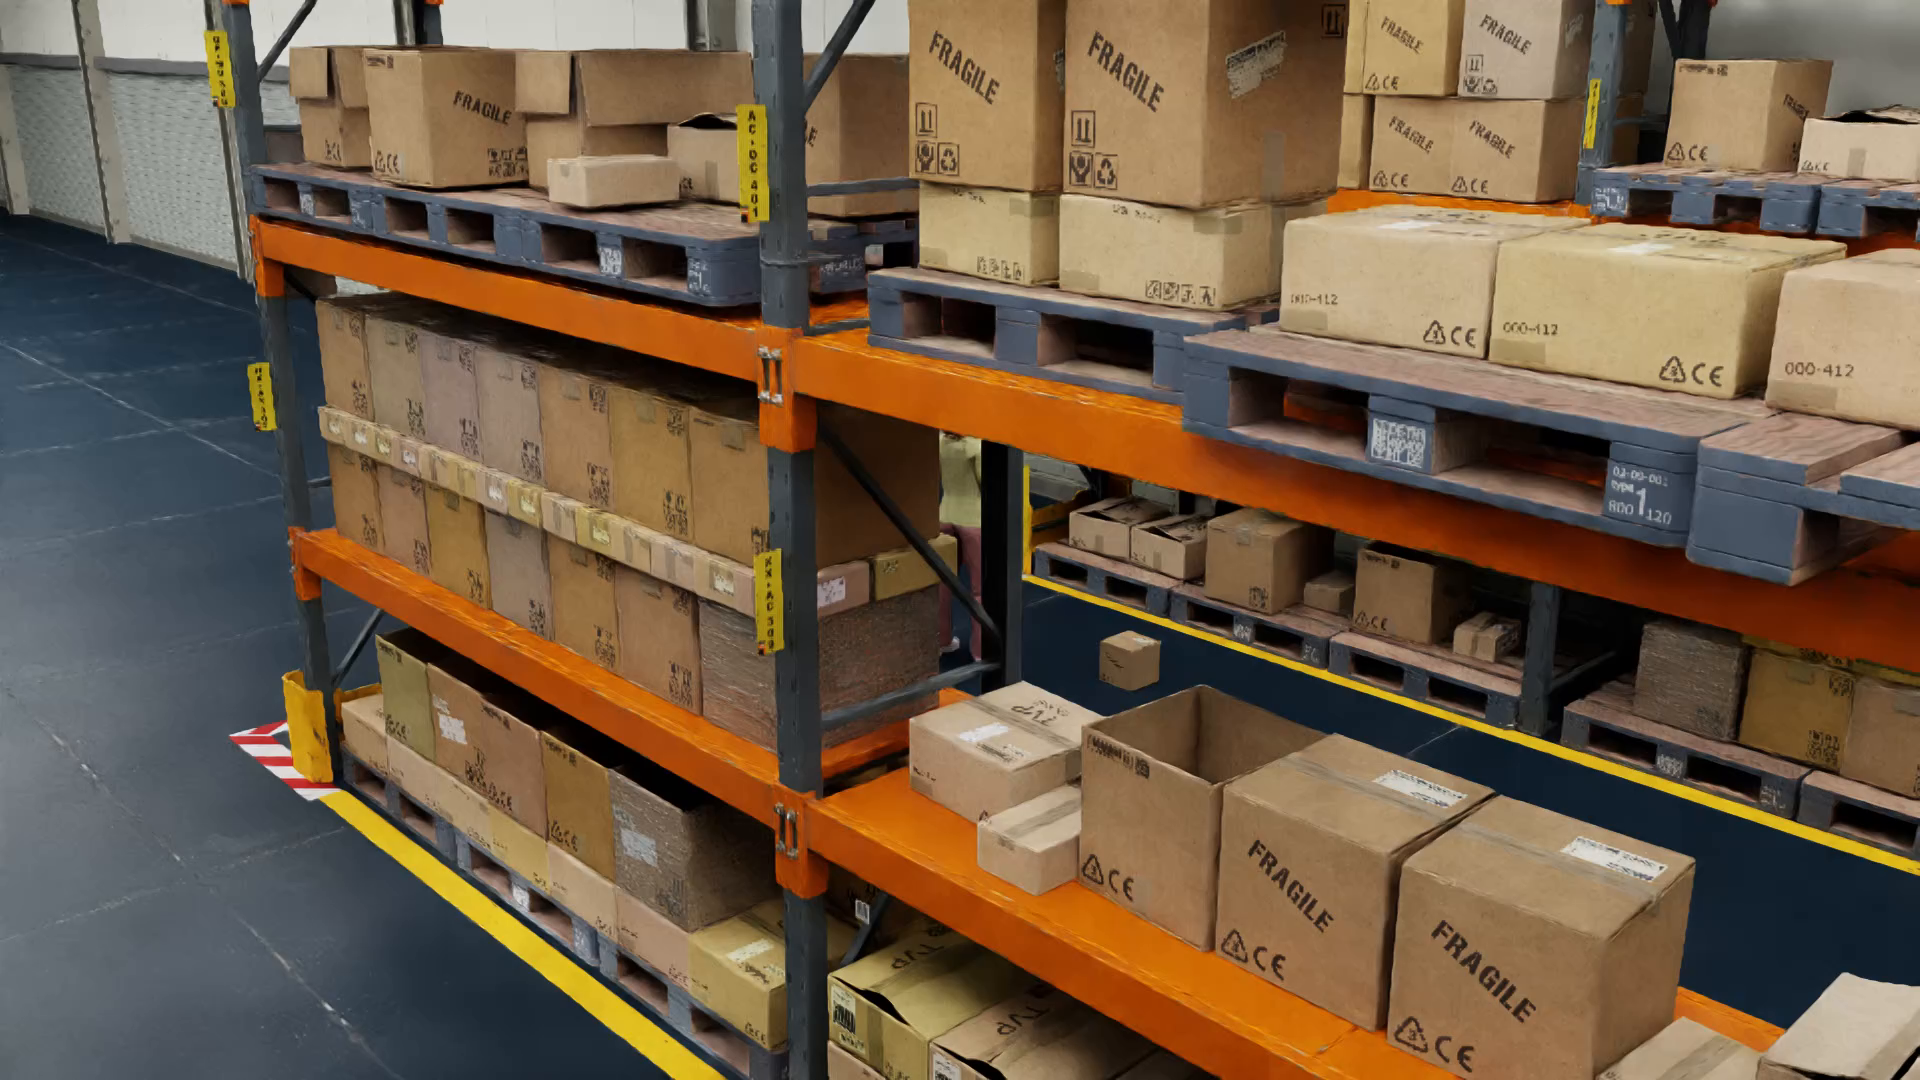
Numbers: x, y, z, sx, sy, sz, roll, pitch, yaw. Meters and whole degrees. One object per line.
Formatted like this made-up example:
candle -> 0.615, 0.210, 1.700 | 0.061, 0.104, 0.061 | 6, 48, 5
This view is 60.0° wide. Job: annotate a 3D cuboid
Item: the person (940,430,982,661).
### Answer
person -> 0.033, -0.077, 9.761 | 0.477, 1.669, 0.367 | 14, 22, 37
